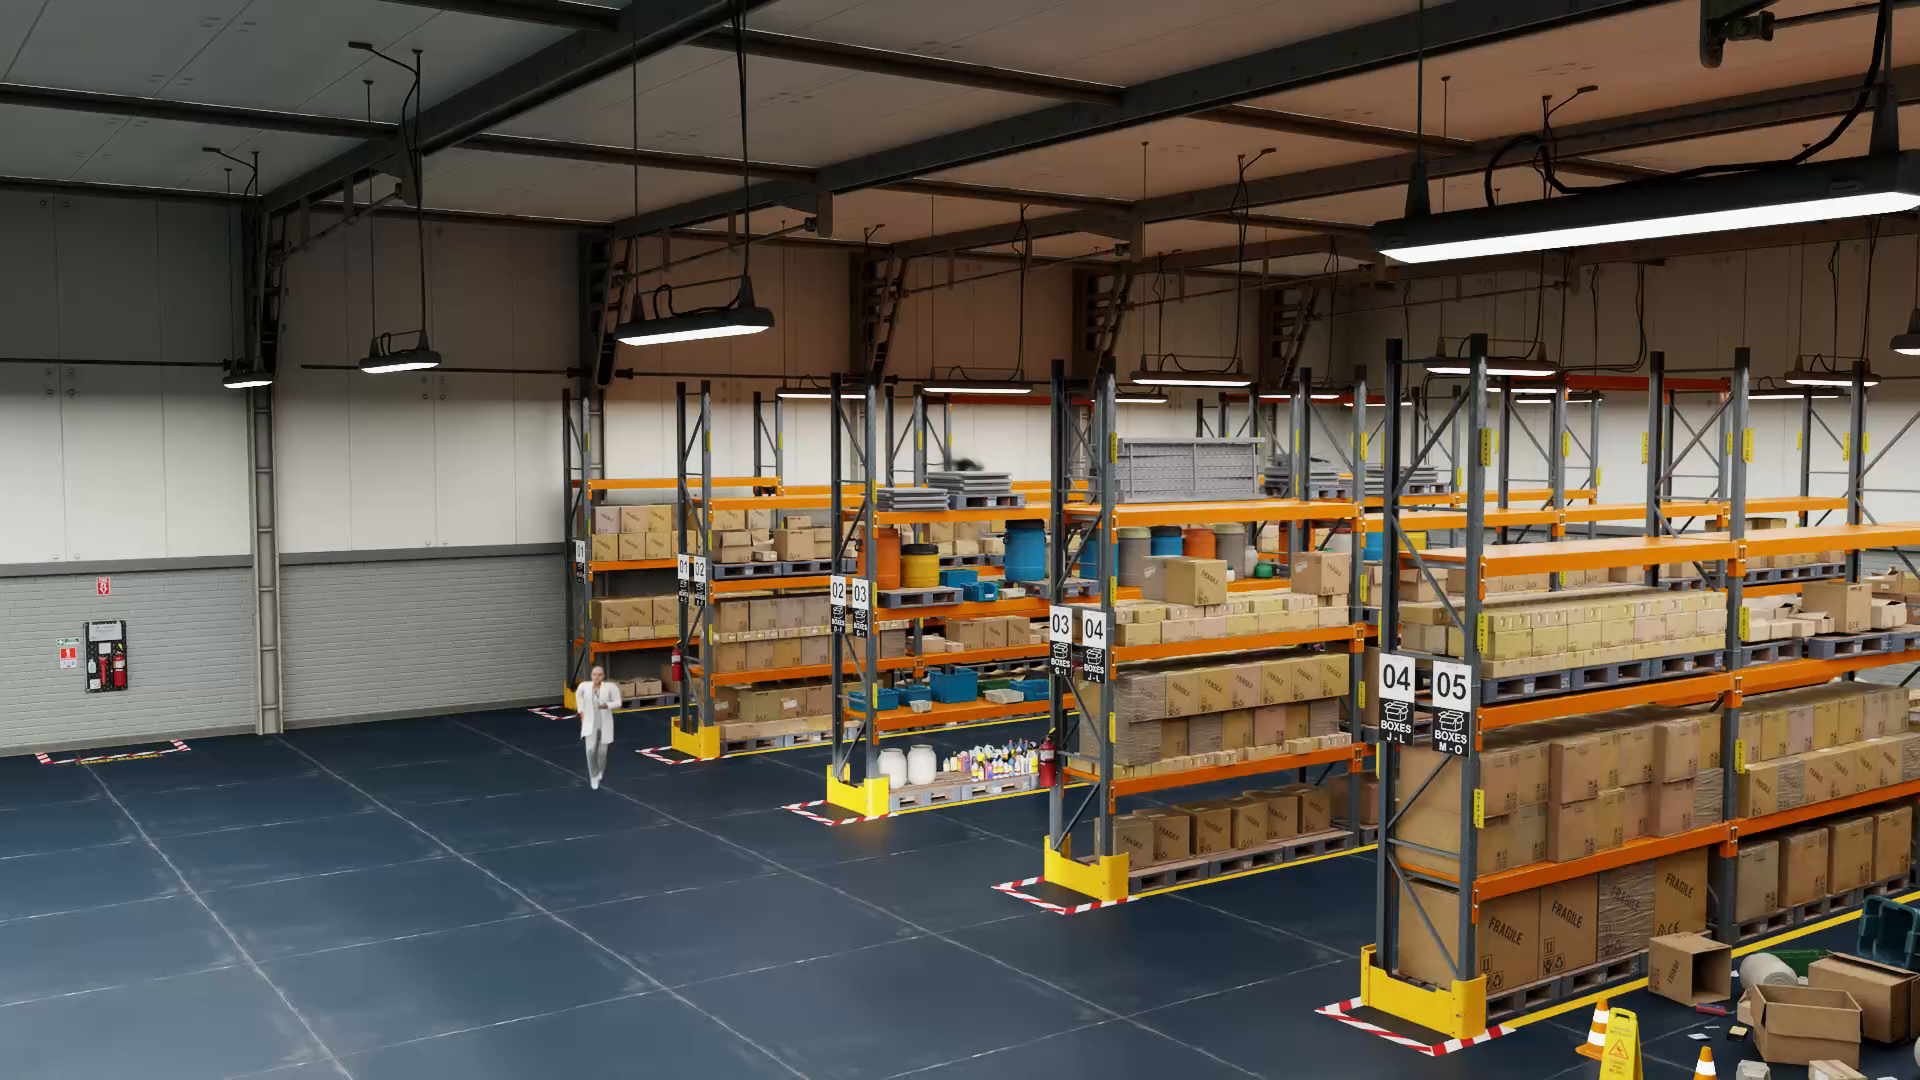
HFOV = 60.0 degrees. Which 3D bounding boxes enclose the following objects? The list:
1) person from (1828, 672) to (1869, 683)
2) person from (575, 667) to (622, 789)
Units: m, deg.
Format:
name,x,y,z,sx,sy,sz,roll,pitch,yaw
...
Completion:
name,x,y,z,sx,sy,sz,roll,pitch,yaw
person,13.185,2.686,24.735,0.793,1.848,0.633,-3,5,-39
person,-5.278,2.742,24.304,0.663,1.818,0.881,-1,4,-12
